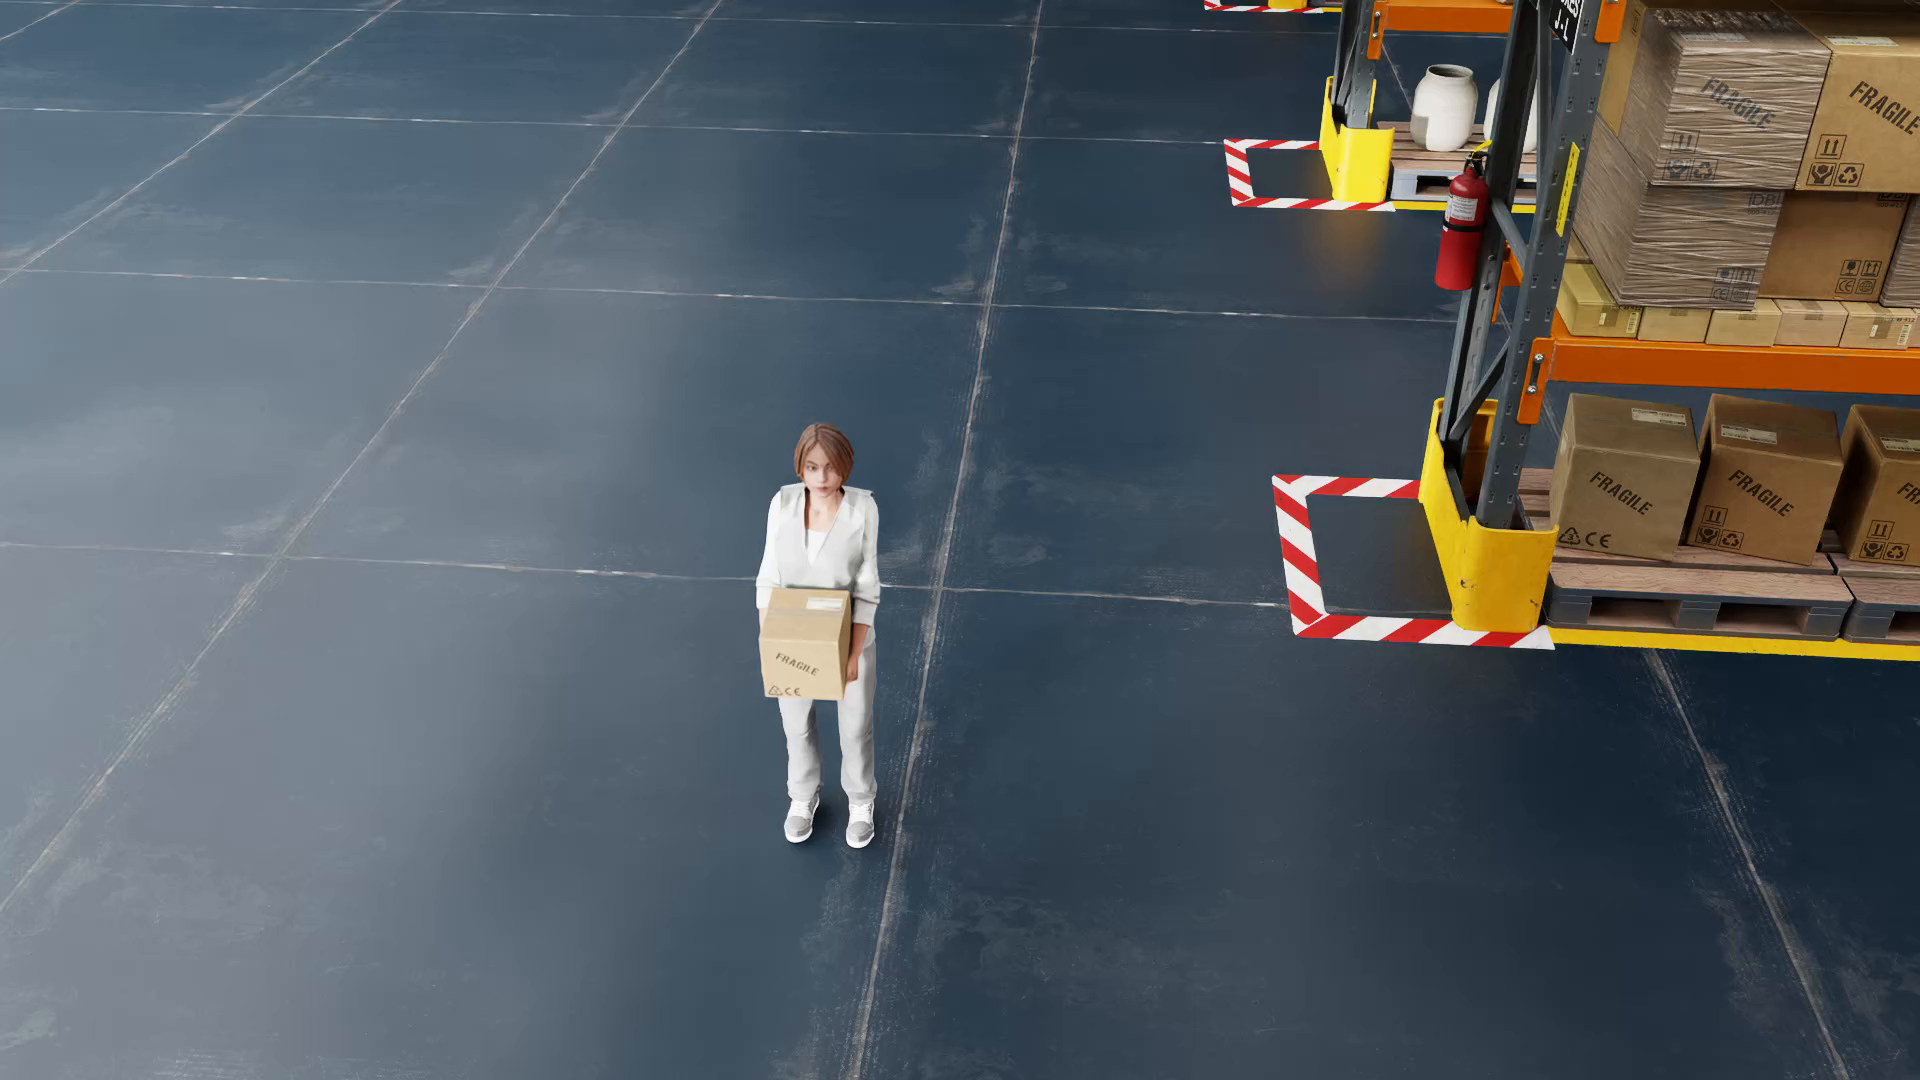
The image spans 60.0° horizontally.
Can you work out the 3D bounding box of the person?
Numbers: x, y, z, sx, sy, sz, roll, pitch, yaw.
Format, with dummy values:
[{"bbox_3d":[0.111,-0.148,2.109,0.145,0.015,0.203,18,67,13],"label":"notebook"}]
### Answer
[{"bbox_3d":[-0.462,0.383,5.548,0.406,1.588,0.492,3,33,4],"label":"person"}]
